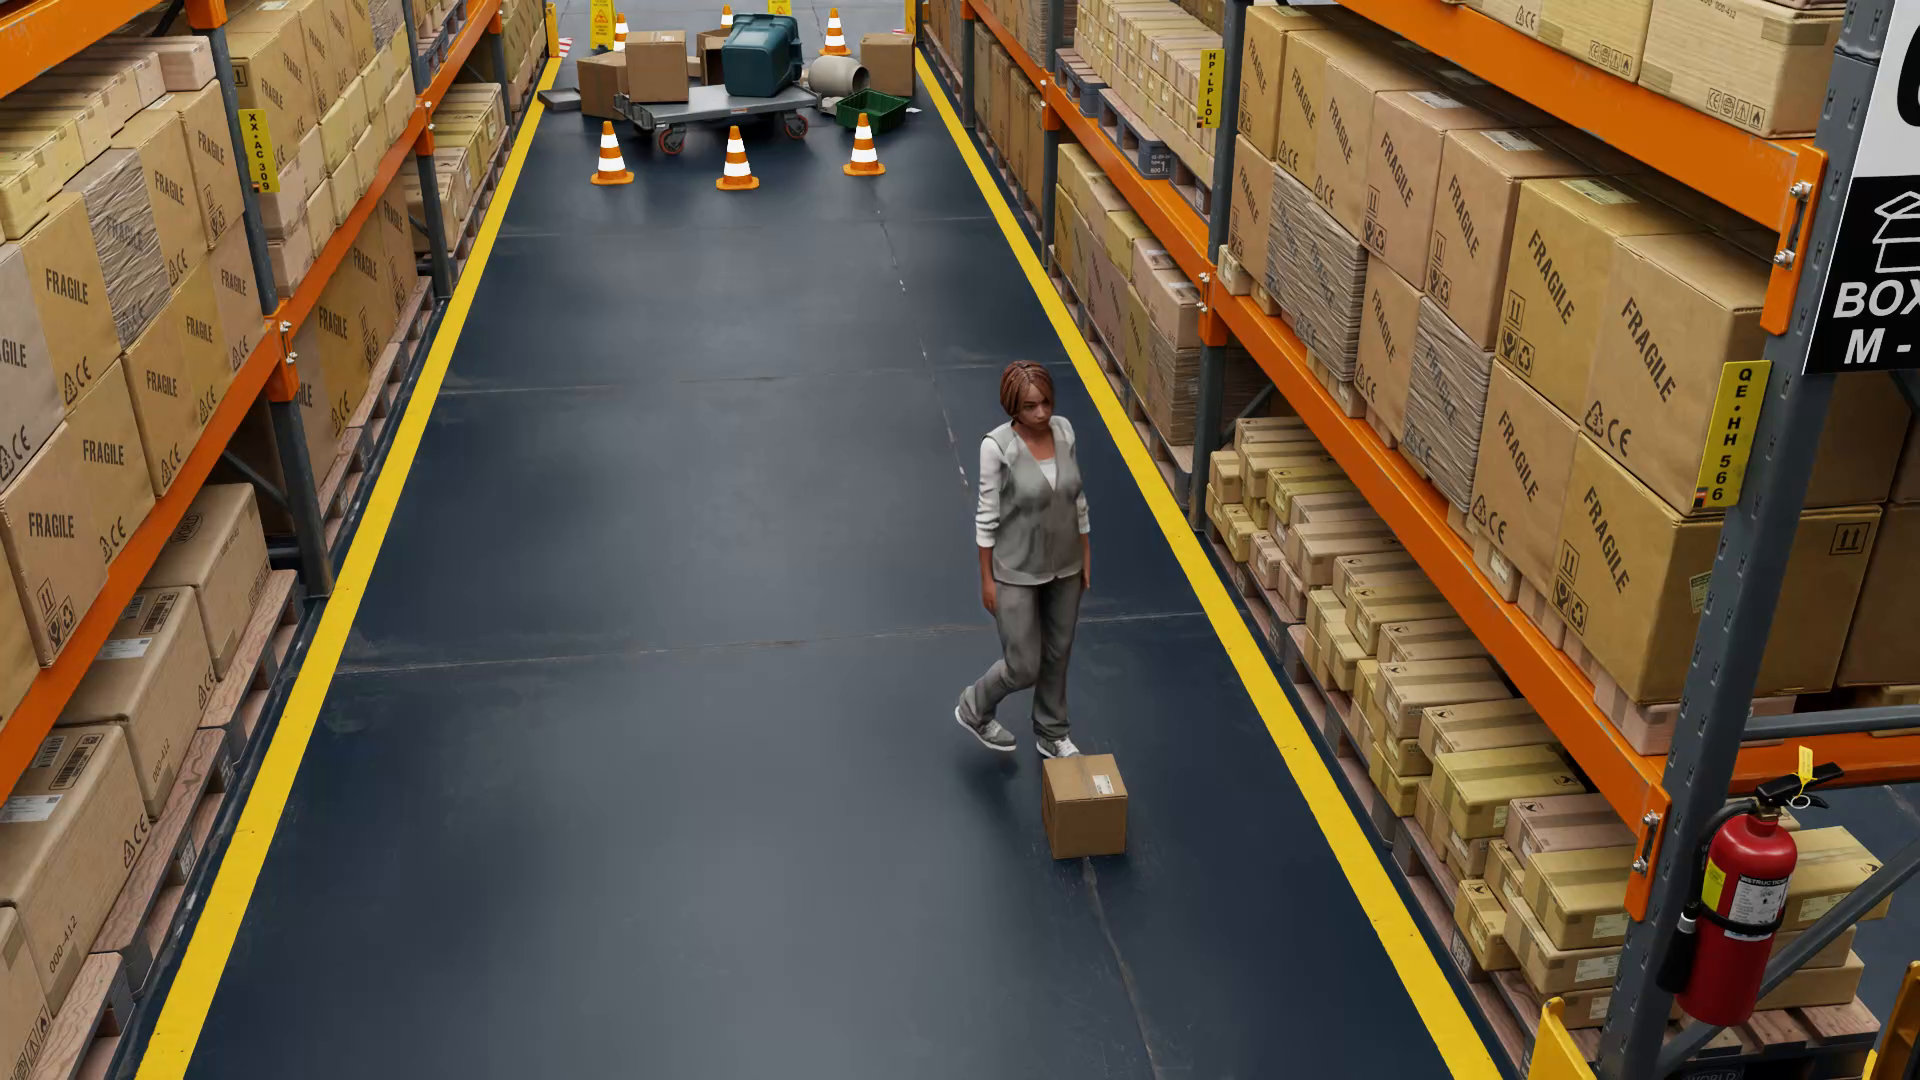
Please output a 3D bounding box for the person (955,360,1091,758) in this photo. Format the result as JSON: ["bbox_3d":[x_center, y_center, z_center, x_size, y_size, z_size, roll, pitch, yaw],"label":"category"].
[{"bbox_3d":[0.261,0.110,5.900,0.422,1.599,0.469,-17,32,-30],"label":"person"}]
